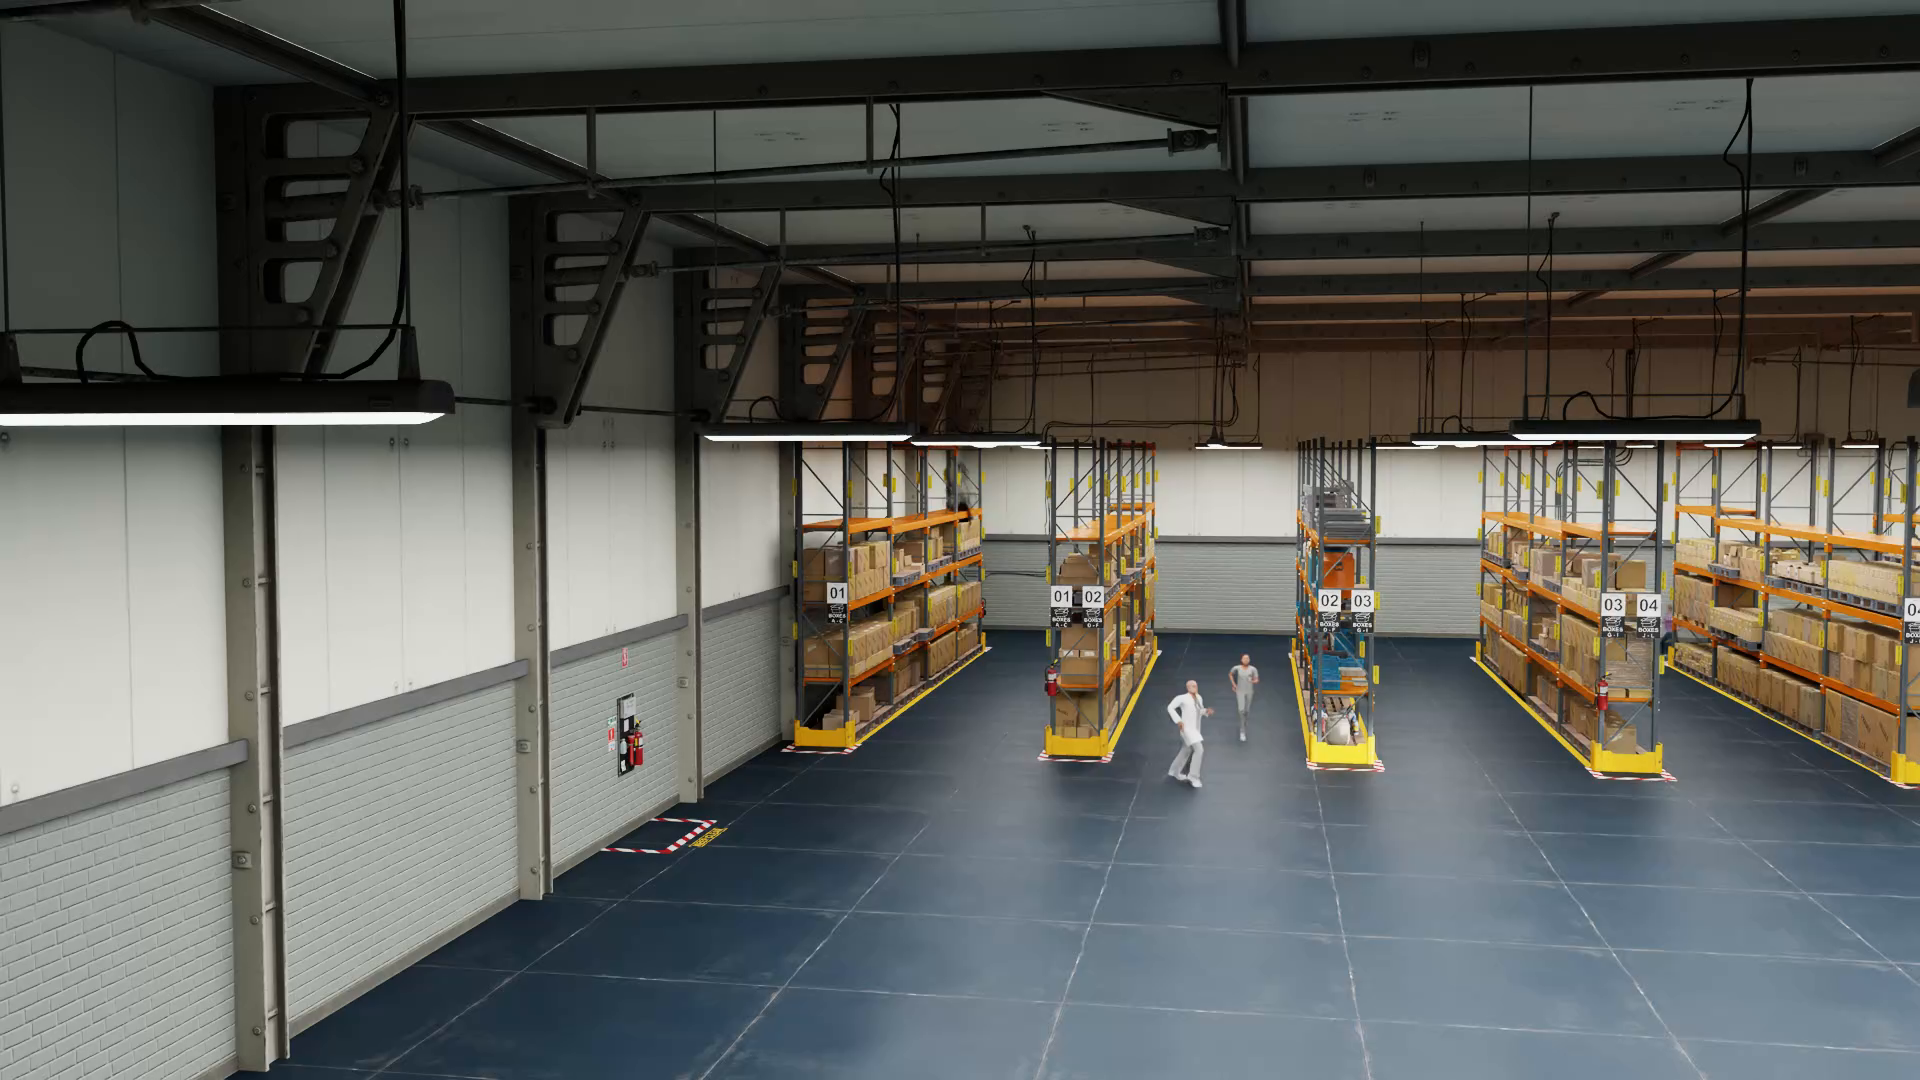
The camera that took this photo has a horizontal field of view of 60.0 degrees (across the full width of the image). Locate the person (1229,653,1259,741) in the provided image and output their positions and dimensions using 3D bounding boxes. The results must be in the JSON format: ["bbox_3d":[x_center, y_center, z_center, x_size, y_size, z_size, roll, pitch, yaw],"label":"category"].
[{"bbox_3d":[5.710,3.117,33.384,0.553,1.724,0.825,0,3,-3],"label":"person"}]

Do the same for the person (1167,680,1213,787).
[{"bbox_3d":[3.970,3.333,28.669,0.847,1.857,0.665,2,4,38],"label":"person"}]

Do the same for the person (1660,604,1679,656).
[{"bbox_3d":[19.628,2.526,45.879,0.836,1.567,0.655,0,3,7],"label":"person"}]
